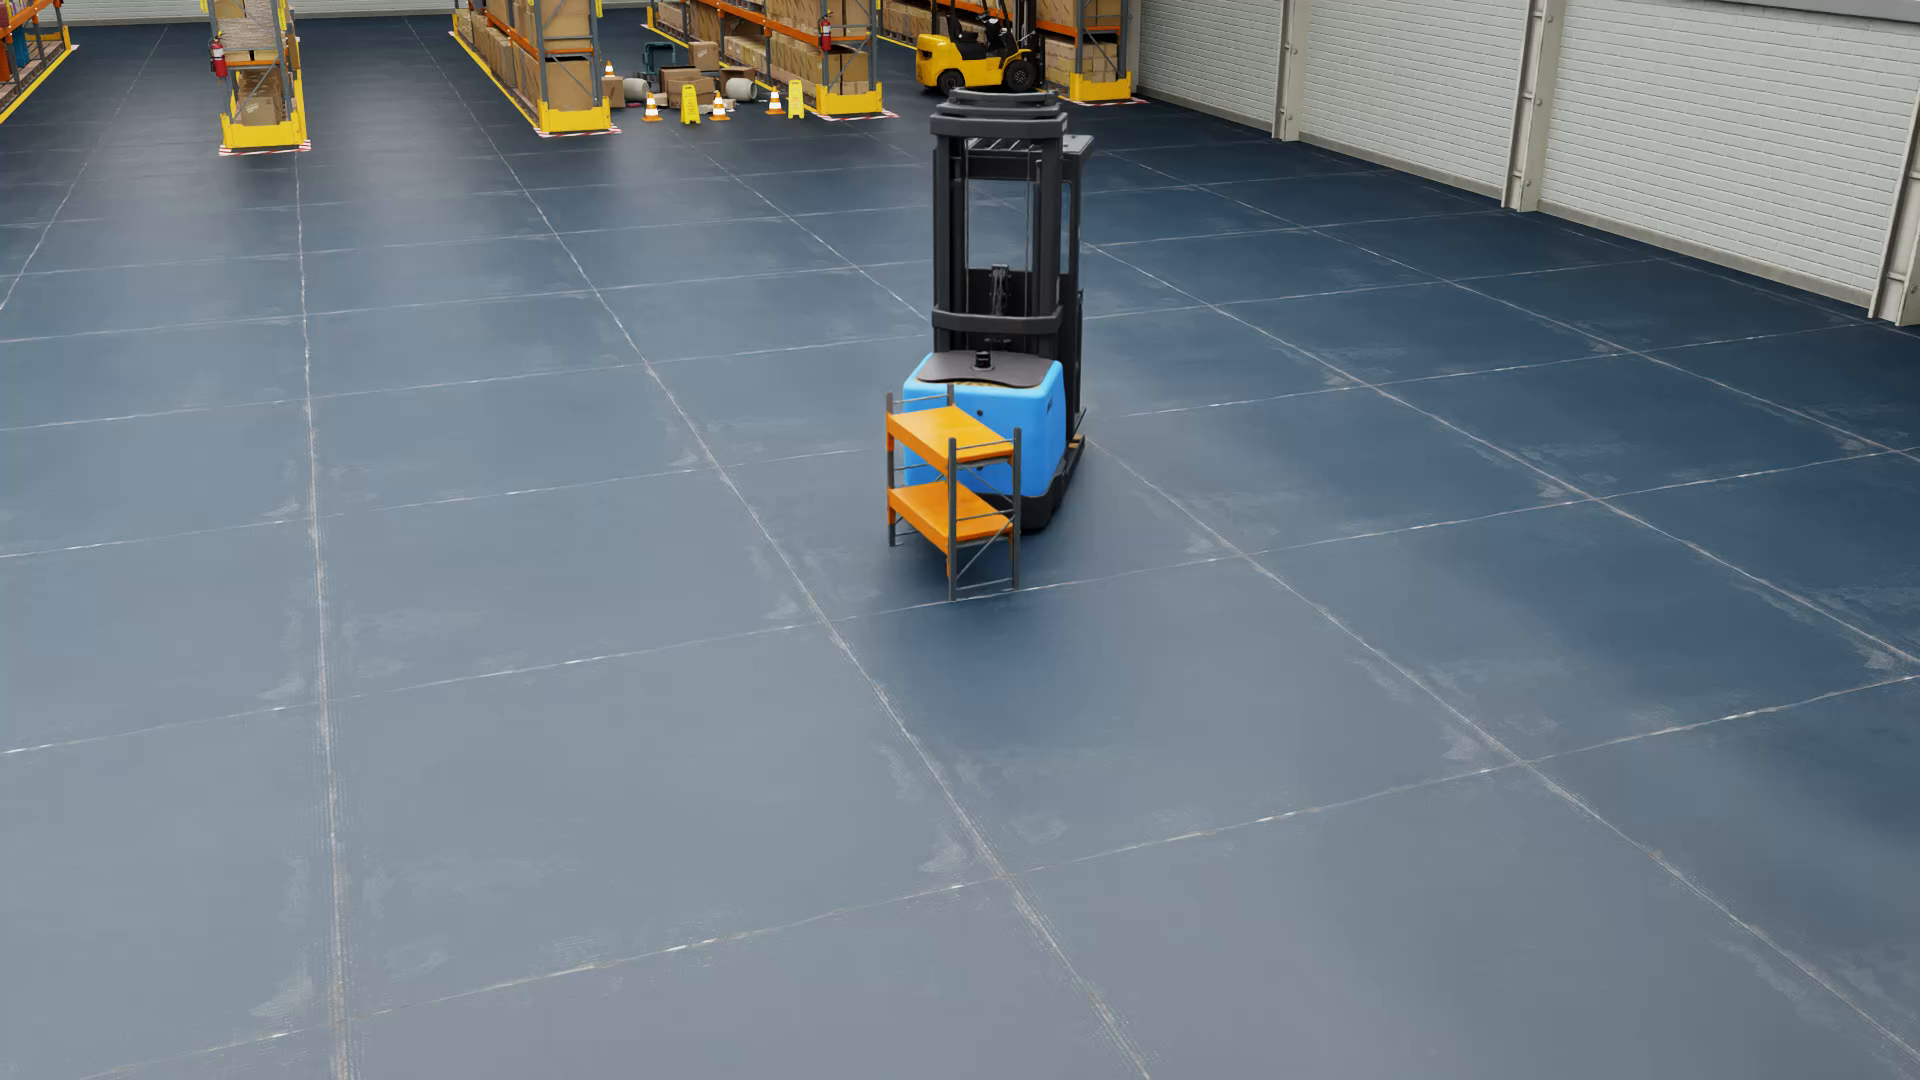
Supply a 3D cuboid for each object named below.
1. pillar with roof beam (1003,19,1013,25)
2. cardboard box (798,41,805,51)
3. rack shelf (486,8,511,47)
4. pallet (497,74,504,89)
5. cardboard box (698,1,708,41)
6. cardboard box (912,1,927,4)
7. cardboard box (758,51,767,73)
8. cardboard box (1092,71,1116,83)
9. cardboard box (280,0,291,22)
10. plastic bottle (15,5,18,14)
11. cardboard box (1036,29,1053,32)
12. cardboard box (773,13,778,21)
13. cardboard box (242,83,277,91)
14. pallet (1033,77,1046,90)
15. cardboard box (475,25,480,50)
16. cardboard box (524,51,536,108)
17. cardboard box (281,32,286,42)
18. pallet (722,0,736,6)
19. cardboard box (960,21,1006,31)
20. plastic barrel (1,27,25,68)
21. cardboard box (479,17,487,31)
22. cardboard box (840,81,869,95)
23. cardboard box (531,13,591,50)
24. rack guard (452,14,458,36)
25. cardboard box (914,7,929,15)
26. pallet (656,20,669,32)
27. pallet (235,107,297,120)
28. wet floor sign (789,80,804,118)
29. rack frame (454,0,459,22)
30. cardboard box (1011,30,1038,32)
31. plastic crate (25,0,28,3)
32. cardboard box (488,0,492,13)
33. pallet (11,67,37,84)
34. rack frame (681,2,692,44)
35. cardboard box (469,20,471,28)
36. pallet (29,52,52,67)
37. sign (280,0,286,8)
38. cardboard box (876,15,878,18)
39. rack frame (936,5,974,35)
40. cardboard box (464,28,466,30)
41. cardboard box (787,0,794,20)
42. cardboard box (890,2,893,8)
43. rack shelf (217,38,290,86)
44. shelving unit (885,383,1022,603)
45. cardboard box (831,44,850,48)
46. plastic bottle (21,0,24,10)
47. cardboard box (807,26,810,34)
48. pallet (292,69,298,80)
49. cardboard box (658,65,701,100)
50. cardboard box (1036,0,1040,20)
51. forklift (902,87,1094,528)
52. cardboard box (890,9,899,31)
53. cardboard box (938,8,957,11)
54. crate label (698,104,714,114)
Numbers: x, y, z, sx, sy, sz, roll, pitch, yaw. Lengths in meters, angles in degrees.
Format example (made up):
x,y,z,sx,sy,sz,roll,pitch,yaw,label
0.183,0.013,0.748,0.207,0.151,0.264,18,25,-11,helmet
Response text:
x,y,z,sx,sy,sz,roll,pitch,yaw,label
-2.884,-14.542,34.666,9.100,9.000,0.400,-8,24,-19,pillar with roof beam
-2.781,-9.171,30.846,0.380,0.149,0.250,-8,24,-18,cardboard box
-8.691,-10.262,33.161,1.077,0.370,4.000,-8,24,-19,rack shelf
-8.762,-9.296,33.533,1.003,0.211,1.213,-8,24,-19,pallet
-5.595,-12.162,38.939,0.875,0.875,0.875,-8,24,-17,cardboard box
-0.982,-13.236,41.134,0.380,0.149,0.250,-8,24,-18,cardboard box
-3.577,-9.755,33.876,0.950,0.372,0.625,-8,24,-18,cardboard box
2.676,-8.943,32.106,0.500,0.250,0.500,-8,24,-19,cardboard box
-12.810,-10.001,30.302,1.000,1.000,1.000,-8,24,-19,cardboard box
-19.175,-10.772,33.701,0.097,0.201,0.097,0,23,0,plastic bottle
1.801,-10.318,34.080,0.500,0.250,0.500,-9,24,-20,cardboard box
-3.440,-10.224,32.468,0.380,0.149,0.250,-8,24,-17,cardboard box
-11.899,-7.483,28.319,0.500,0.500,0.500,-6,24,-14,cardboard box
1.930,-9.241,33.404,1.003,0.211,1.213,-8,24,-19,pallet
-10.609,-11.318,37.419,0.500,0.500,0.500,-7,24,-17,cardboard box
-7.185,-8.184,29.501,0.875,0.875,0.875,-9,24,-20,cardboard box
-12.005,-8.802,29.096,0.380,0.149,0.250,-8,24,-19,cardboard box
-4.451,-11.703,35.902,1.213,0.211,1.003,-8,24,-19,pallet
0.524,-11.108,36.760,0.875,0.625,0.625,-9,25,-21,cardboard box
-19.694,-10.219,34.295,0.600,0.901,0.708,-8,24,-19,plastic barrel
-10.238,-11.289,36.383,0.500,0.250,0.500,-8,24,-18,cardboard box
-2.002,-8.387,30.785,0.500,0.250,0.500,-9,24,-19,cardboard box
-6.745,-8.611,28.125,0.875,0.550,0.550,-8,24,-19,cardboard box
-12.197,-13.047,42.062,1.175,0.500,0.348,-8,24,-19,rack guard
-0.888,-12.593,39.608,0.380,0.149,0.250,-9,24,-20,cardboard box
-7.273,-13.378,43.218,1.003,0.211,1.213,-8,24,-19,pallet
-11.955,-7.255,28.690,1.003,0.211,1.213,-8,24,-19,pallet
-2.910,-7.828,29.493,0.267,0.644,0.232,0,23,-1,wet floor sign
-12.224,-14.227,41.642,1.000,3.000,0.127,-8,24,-19,rack frame
1.302,-10.246,33.910,0.500,0.250,0.500,-8,24,-19,cardboard box
-20.151,-11.545,35.541,0.396,0.136,0.243,-8,24,-19,plastic crate
-9.309,-10.982,33.814,0.500,0.500,0.500,-9,24,-19,cardboard box
-19.452,-9.435,33.863,1.003,0.211,1.213,-8,24,-19,pallet
-6.215,-13.489,39.892,1.000,3.000,0.127,-8,24,-19,rack frame
-11.307,-12.108,38.980,0.380,0.149,0.250,-8,24,-18,cardboard box
-20.416,-10.427,36.217,1.003,0.211,1.213,-8,24,-19,pallet
-12.155,-9.699,29.785,0.100,0.325,0.005,-8,24,-19,sign
-2.171,-13.397,42.653,0.396,0.266,0.258,-7,24,-17,cardboard box
-0.160,-12.718,38.063,1.000,3.000,0.127,-8,24,-19,rack frame
-11.779,-12.312,40.229,0.380,0.149,0.250,-8,24,-19,cardboard box
-2.933,-10.023,31.157,0.500,0.500,0.500,-8,24,-18,cardboard box
-1.525,-13.255,41.180,0.380,0.149,0.250,-9,24,-20,cardboard box
-11.954,-8.165,28.185,1.077,0.370,4.000,-8,24,-19,rack shelf
-0.057,-0.334,11.095,0.538,1.125,1.048,-10,25,-23,shelving unit
-2.370,-9.113,31.544,0.500,0.500,0.500,-8,24,-18,cardboard box
-19.549,-11.161,34.529,0.152,0.276,0.135,-8,24,-19,plastic bottle
-2.572,-9.293,30.259,0.380,0.149,0.250,-9,24,-20,cardboard box
-14.281,-9.688,34.464,1.003,0.211,1.213,-8,24,-19,pallet
-5.303,-8.671,31.499,0.797,0.637,0.503,-8,24,-19,cardboard box
1.703,-10.557,32.808,0.500,0.500,0.500,-8,24,-19,cardboard box
0.393,-1.975,12.663,1.130,2.935,3.031,5,23,11,forklift
-1.415,-12.815,40.969,0.500,0.500,0.500,-9,24,-20,cardboard box
-0.293,-12.582,39.583,0.380,0.149,0.250,-10,25,-21,cardboard box
-4.589,-7.790,30.057,0.298,0.136,0.250,18,29,36,crate label
